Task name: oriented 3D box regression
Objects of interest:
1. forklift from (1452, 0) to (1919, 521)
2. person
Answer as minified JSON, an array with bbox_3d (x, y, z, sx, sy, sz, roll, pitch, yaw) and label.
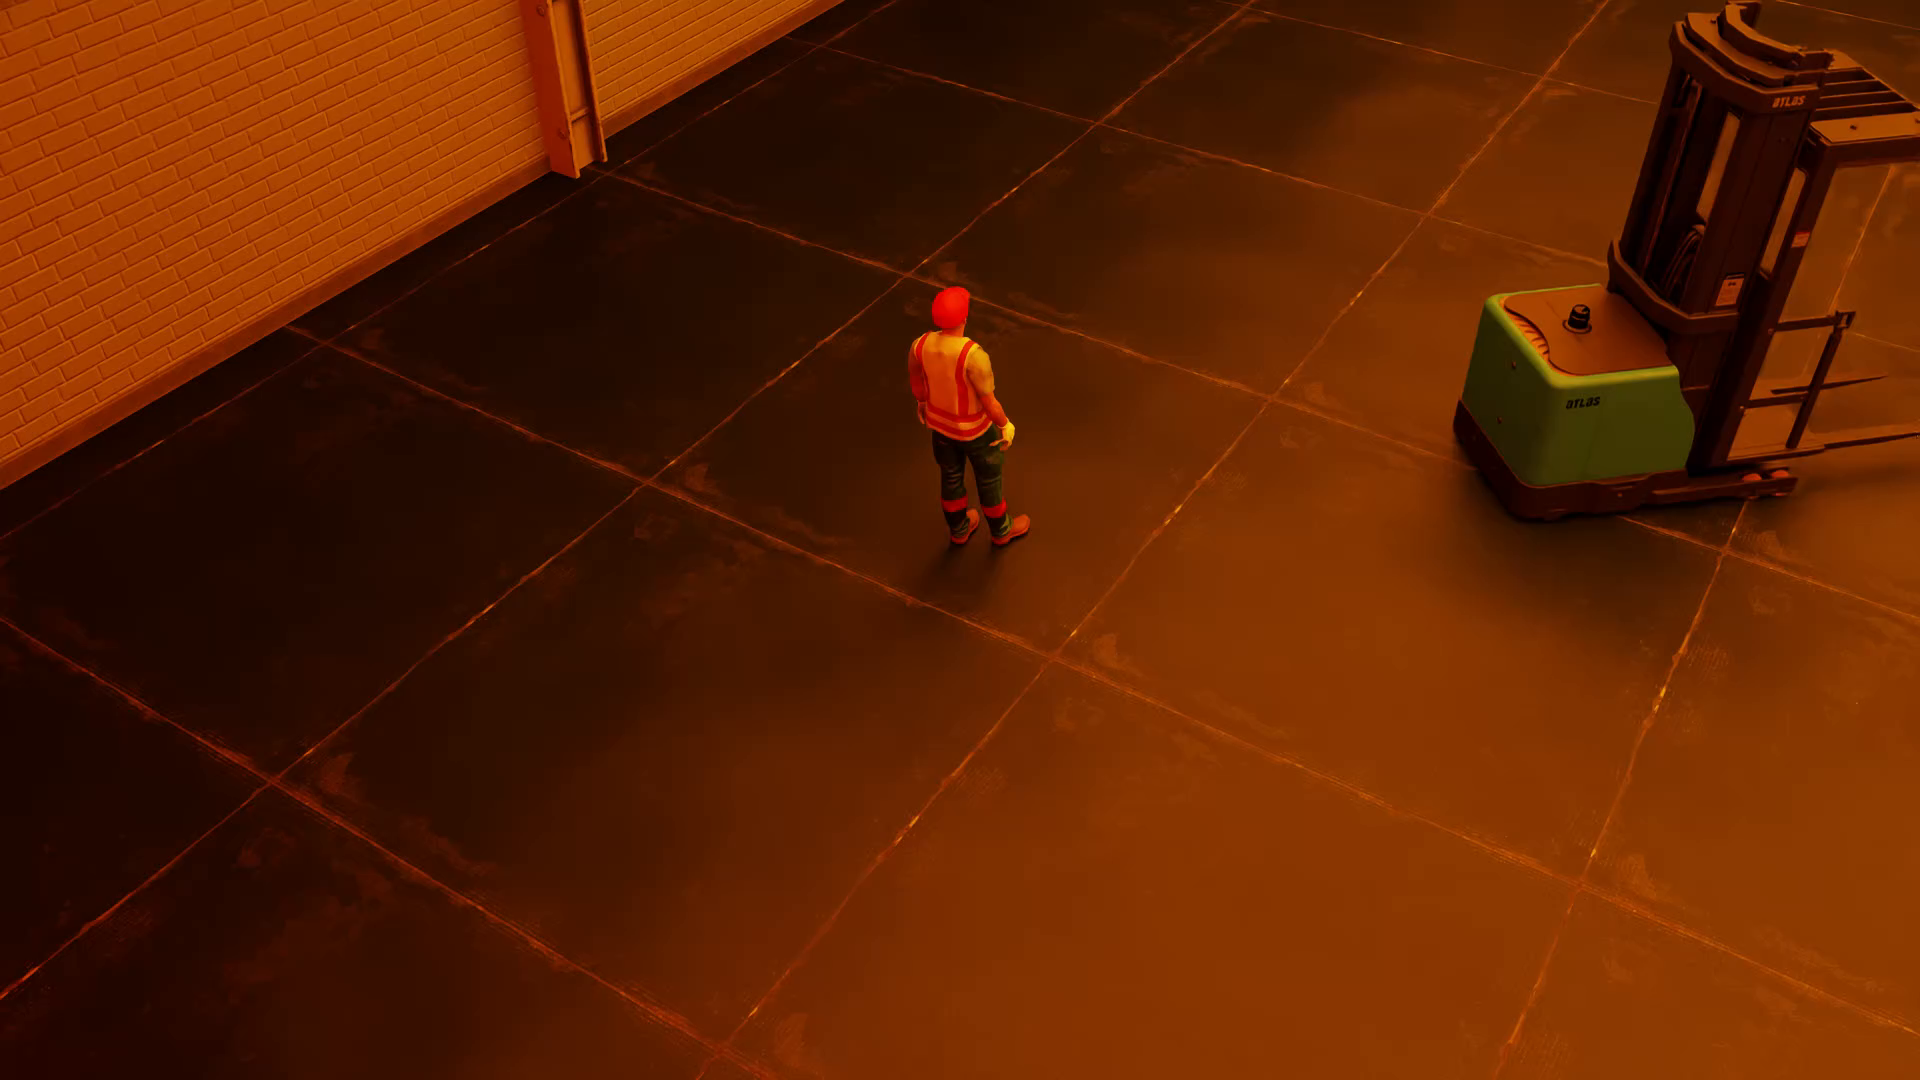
[{"bbox_3d":[4.825,-1.704,9.977,3.031,2.935,1.130,-7,41,-8],"label":"forklift"},{"bbox_3d":[0.054,-0.728,9.698,0.637,1.790,0.562,22,45,24],"label":"person"}]
